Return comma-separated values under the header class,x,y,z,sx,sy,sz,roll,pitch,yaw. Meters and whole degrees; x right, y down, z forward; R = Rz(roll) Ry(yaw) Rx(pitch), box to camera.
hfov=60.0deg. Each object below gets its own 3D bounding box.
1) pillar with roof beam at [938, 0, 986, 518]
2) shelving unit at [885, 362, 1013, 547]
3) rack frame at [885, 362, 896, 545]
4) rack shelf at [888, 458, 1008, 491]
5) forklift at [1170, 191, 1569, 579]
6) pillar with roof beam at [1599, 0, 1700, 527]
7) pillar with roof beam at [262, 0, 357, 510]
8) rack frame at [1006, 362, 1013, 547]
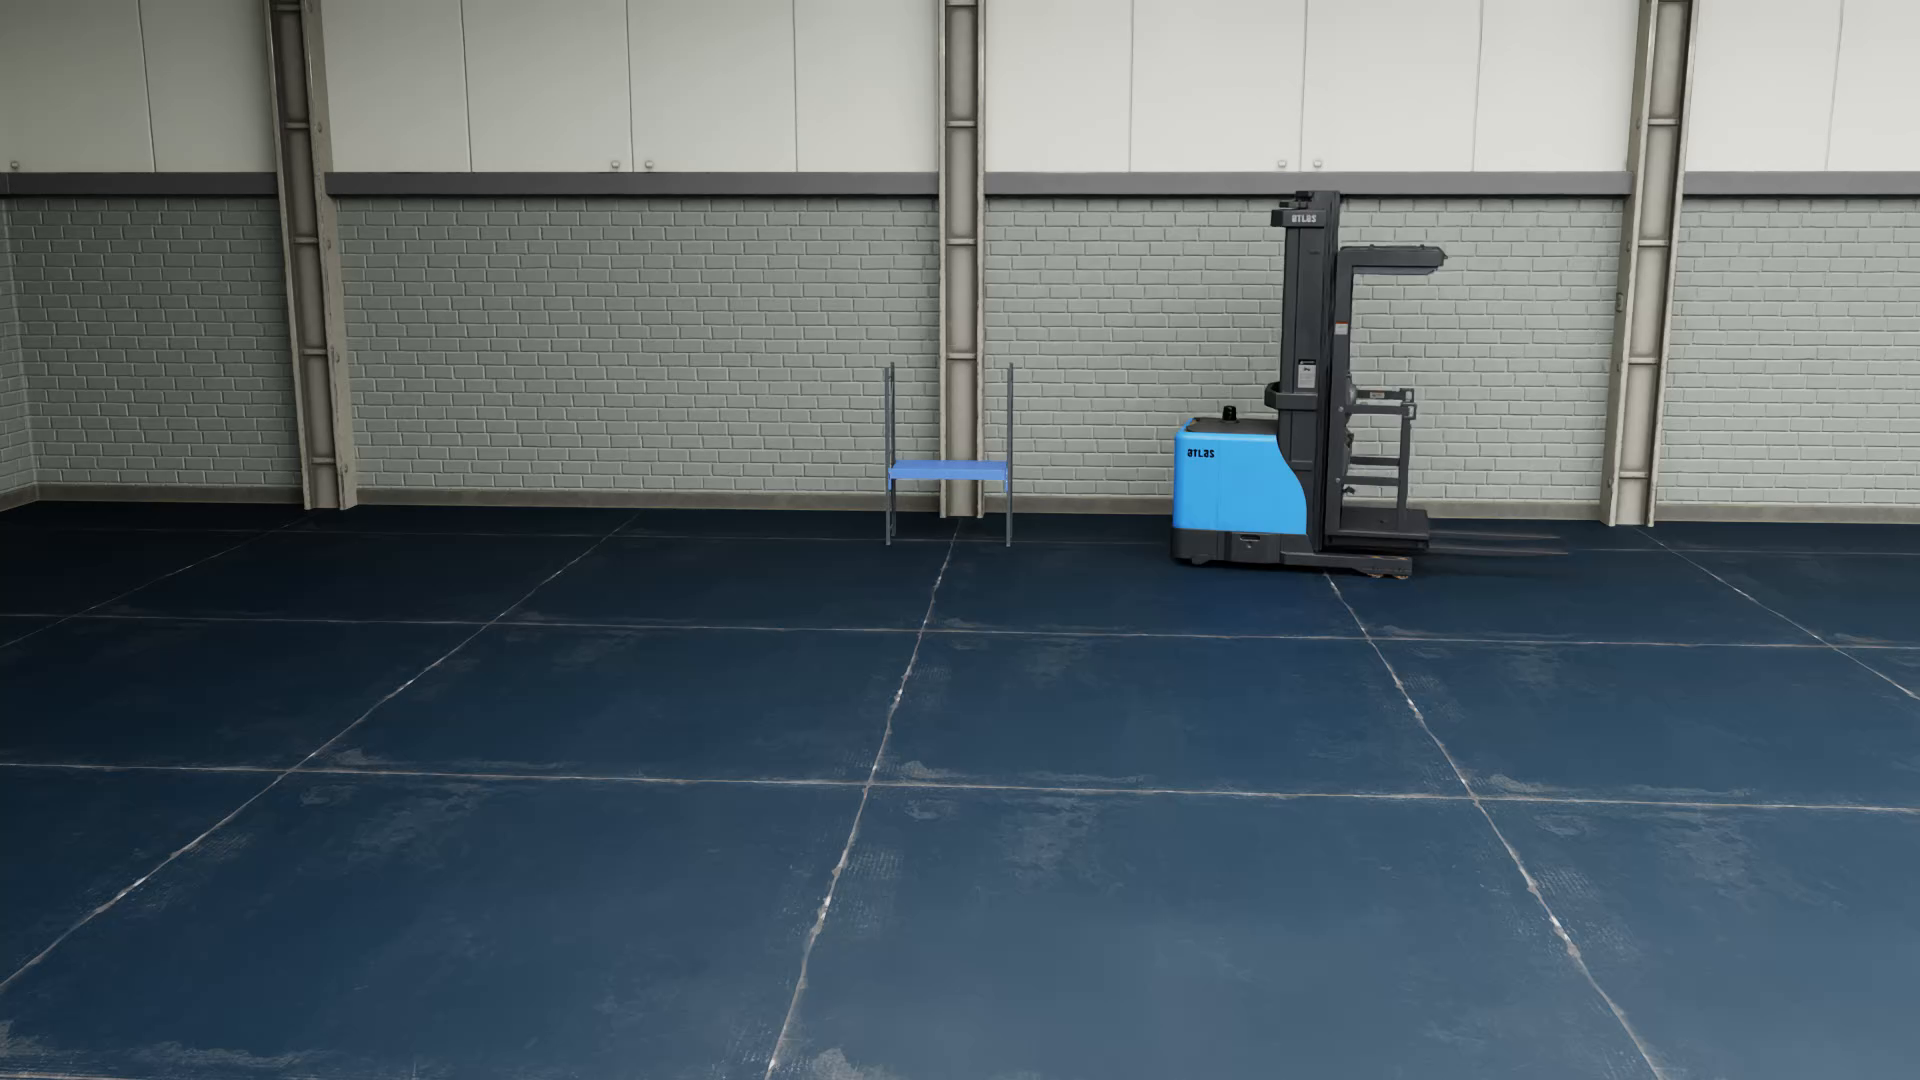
class,x,y,z,sx,sy,sz,roll,pitch,yaw
pillar with roof beam,-0.267,-3.761,10.269,0.400,9.000,9.100,1,12,4
shelving unit,-0.085,-0.735,14.120,1.048,1.500,0.538,1,12,4
rack frame,-0.592,-0.742,14.153,0.032,1.500,0.500,1,12,4
rack shelf,-0.085,-0.559,14.157,1.000,0.185,0.538,1,12,4
forklift,3.258,-1.252,13.097,3.031,2.935,1.130,3,12,14
pillar with roof beam,5.719,-3.679,9.877,0.400,9.000,9.100,1,12,4
pillar with roof beam,-6.254,-3.843,10.662,0.400,9.000,9.100,1,12,4
rack frame,0.422,-0.728,14.087,0.032,1.500,0.500,1,12,4
